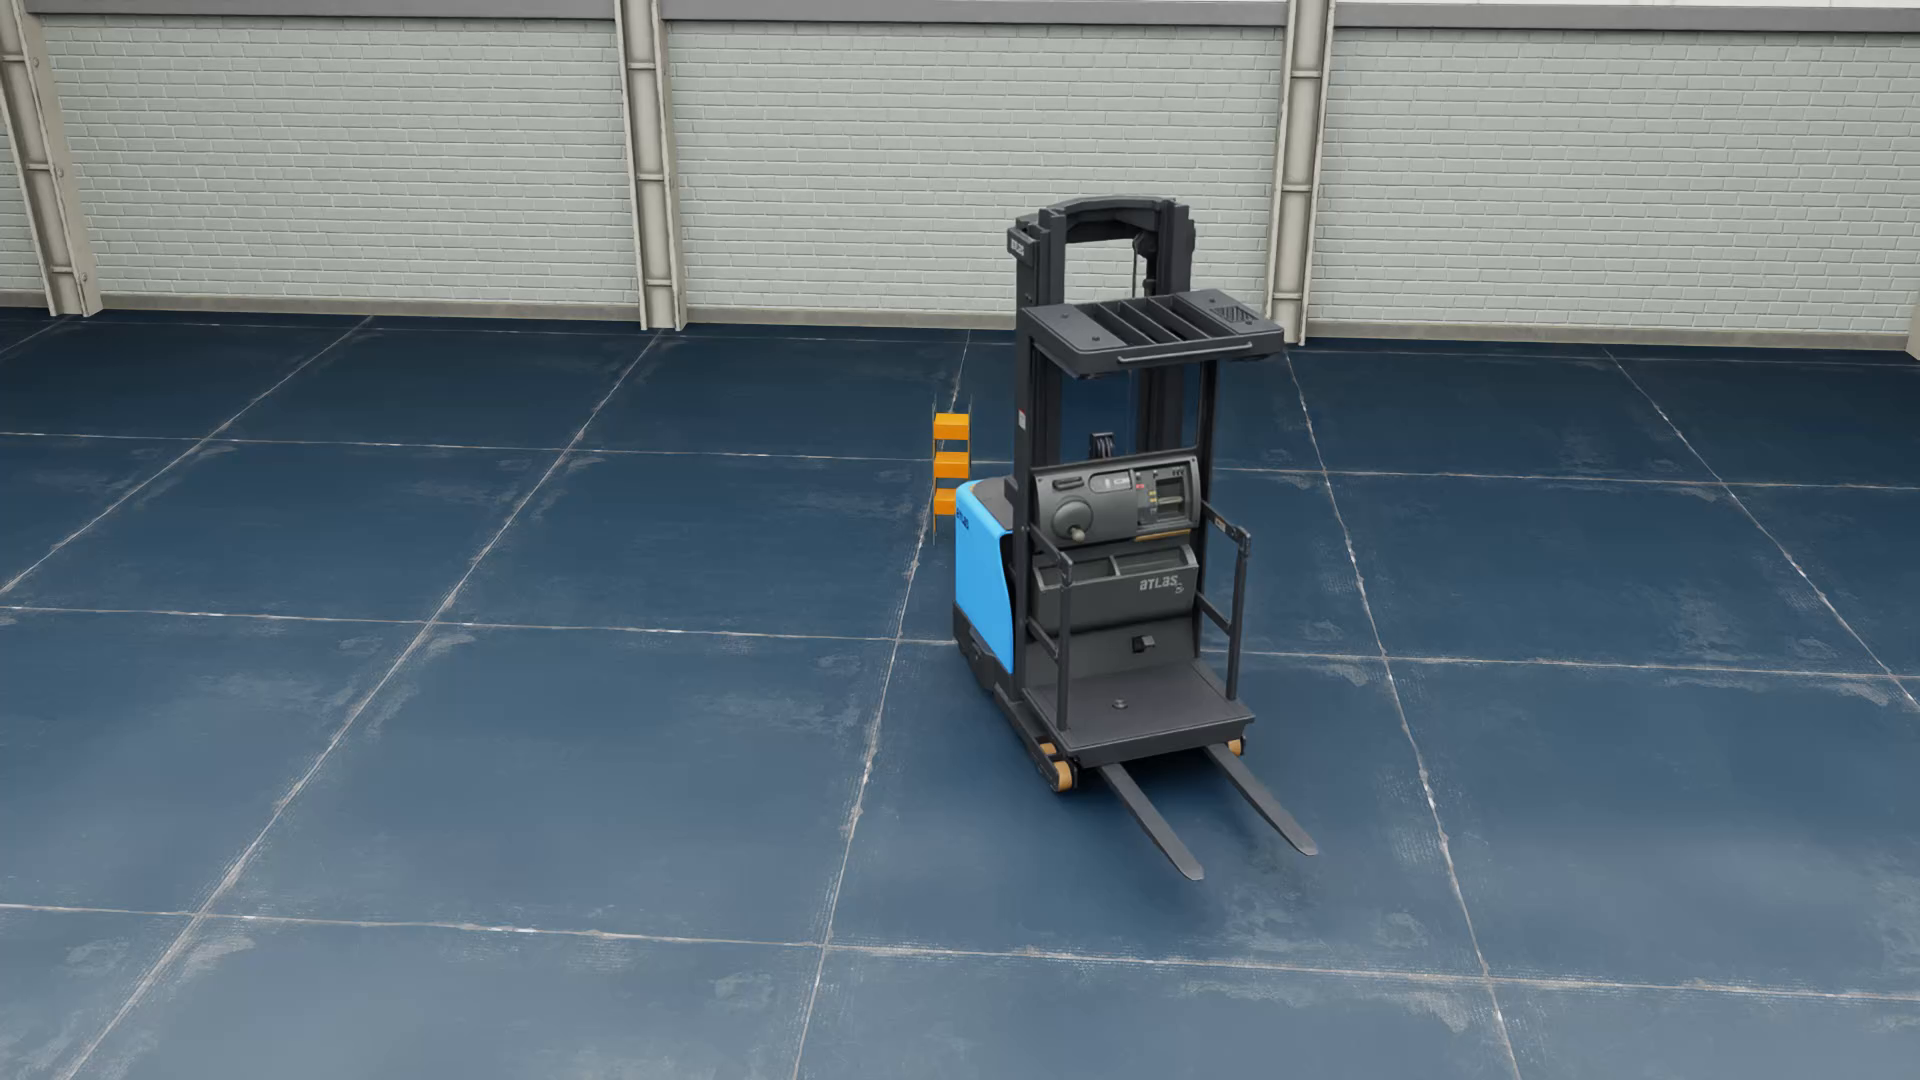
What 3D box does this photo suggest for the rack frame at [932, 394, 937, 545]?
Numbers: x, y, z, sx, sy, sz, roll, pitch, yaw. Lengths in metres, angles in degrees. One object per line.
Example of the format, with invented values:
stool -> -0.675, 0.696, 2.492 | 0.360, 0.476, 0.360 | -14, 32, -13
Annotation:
rack frame -> -0.175, -0.483, 11.543 | 0.008, 1.050, 0.200 | 2, 25, 4

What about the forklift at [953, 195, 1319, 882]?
forklift -> 0.914, -0.182, 8.640 | 1.130, 2.935, 3.031 | -8, 26, -17

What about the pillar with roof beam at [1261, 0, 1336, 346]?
pillar with roof beam -> 2.753, -4.207, 10.127 | 0.400, 9.000, 9.100 | 2, 25, 4

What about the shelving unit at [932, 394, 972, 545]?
shelving unit -> -0.053, -0.479, 11.534 | 0.252, 1.050, 0.215 | 2, 25, 4

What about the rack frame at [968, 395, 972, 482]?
rack frame -> 0.068, -0.475, 11.526 | 0.008, 1.050, 0.200 | 2, 25, 4

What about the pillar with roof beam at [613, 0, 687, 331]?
pillar with roof beam -> -3.229, -4.399, 10.544 | 0.400, 9.000, 9.100 | 2, 25, 4

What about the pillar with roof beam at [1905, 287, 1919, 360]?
pillar with roof beam -> 8.735, -4.015, 9.709 | 0.400, 9.000, 9.100 | 2, 25, 4

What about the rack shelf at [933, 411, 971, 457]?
rack shelf -> -0.053, -0.727, 11.420 | 0.240, 0.259, 0.215 | 2, 25, 4

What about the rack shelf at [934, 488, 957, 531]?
rack shelf -> -0.053, -0.217, 11.655 | 0.240, 0.259, 0.215 | 2, 25, 4

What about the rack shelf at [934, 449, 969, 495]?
rack shelf -> -0.053, -0.469, 11.539 | 0.240, 0.259, 0.215 | 2, 25, 4

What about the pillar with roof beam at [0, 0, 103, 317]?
pillar with roof beam -> -9.212, -4.591, 10.961 | 0.400, 9.000, 9.100 | 2, 25, 4
